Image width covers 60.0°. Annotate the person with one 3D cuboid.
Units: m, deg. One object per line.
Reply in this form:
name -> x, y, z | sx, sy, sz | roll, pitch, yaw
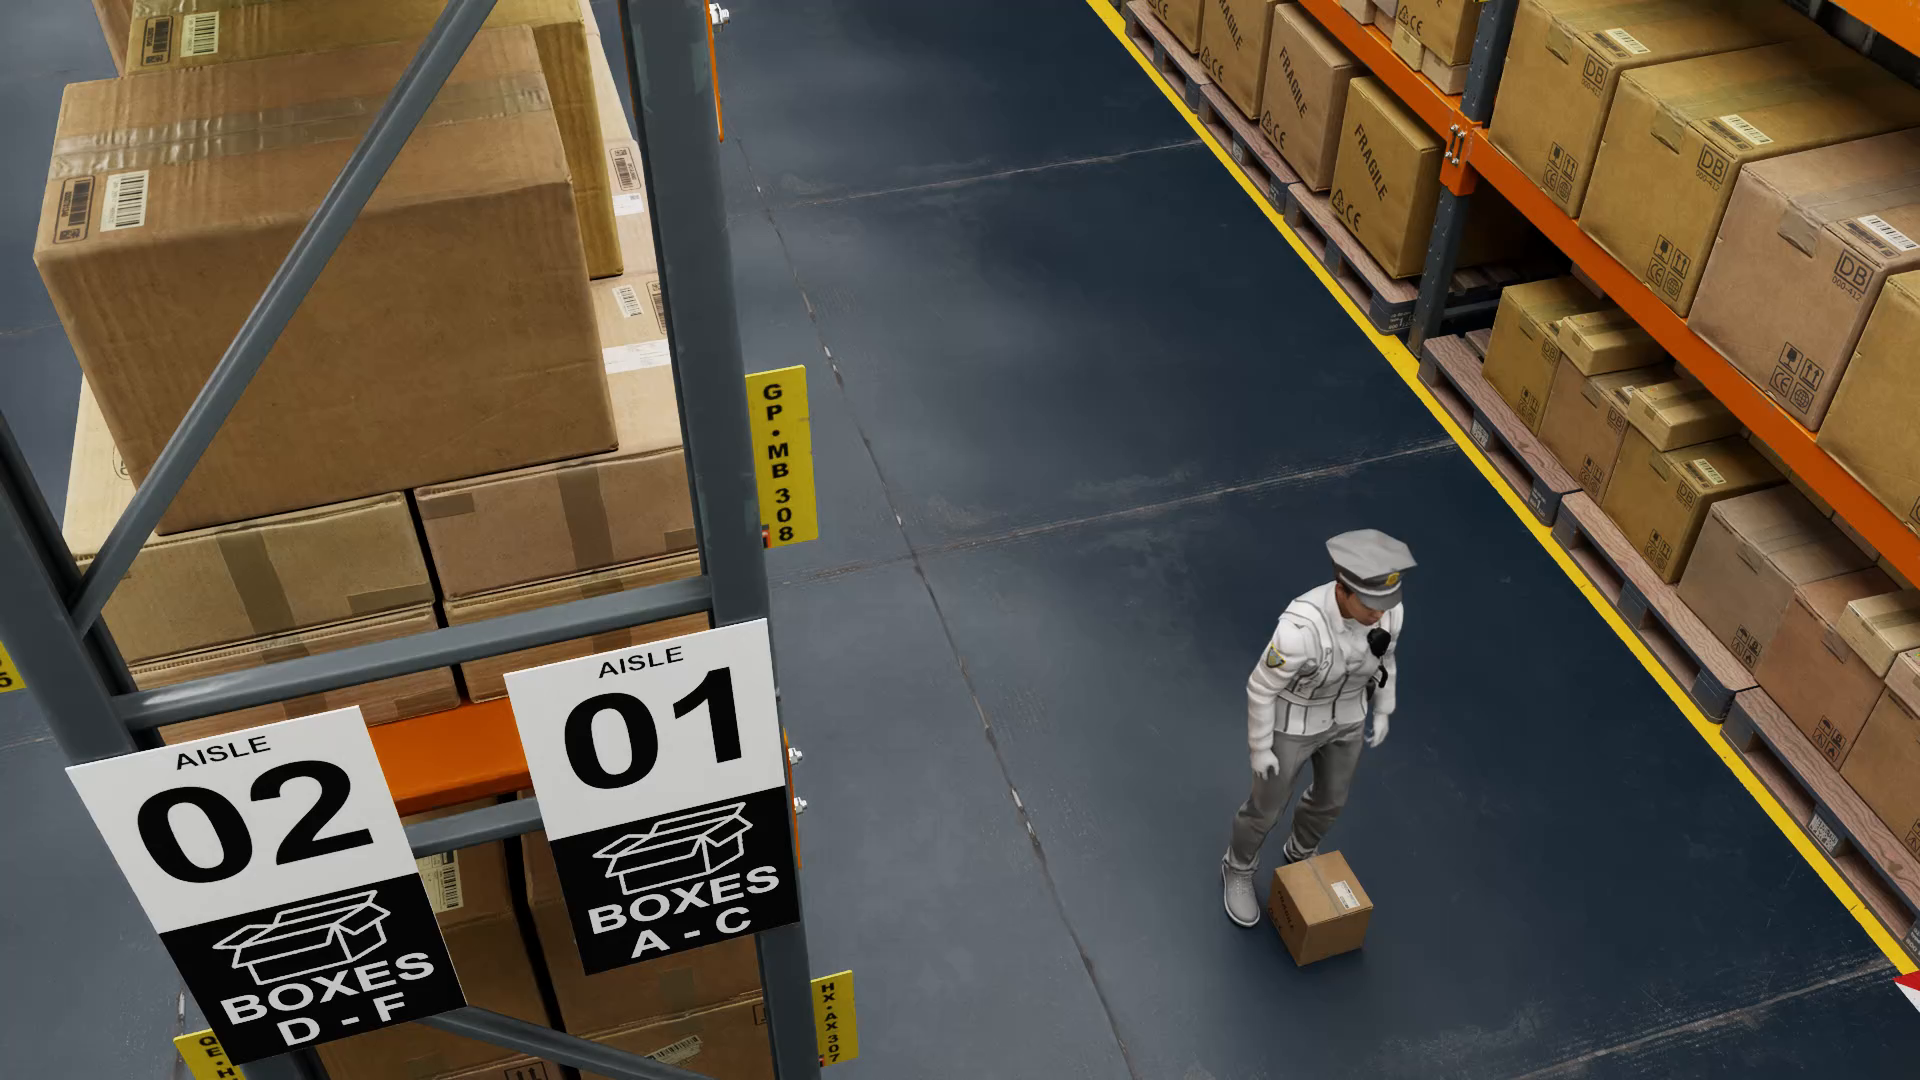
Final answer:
person -> 1.180, 0.608, 5.492 | 0.544, 1.666, 0.370 | -14, 44, -15
